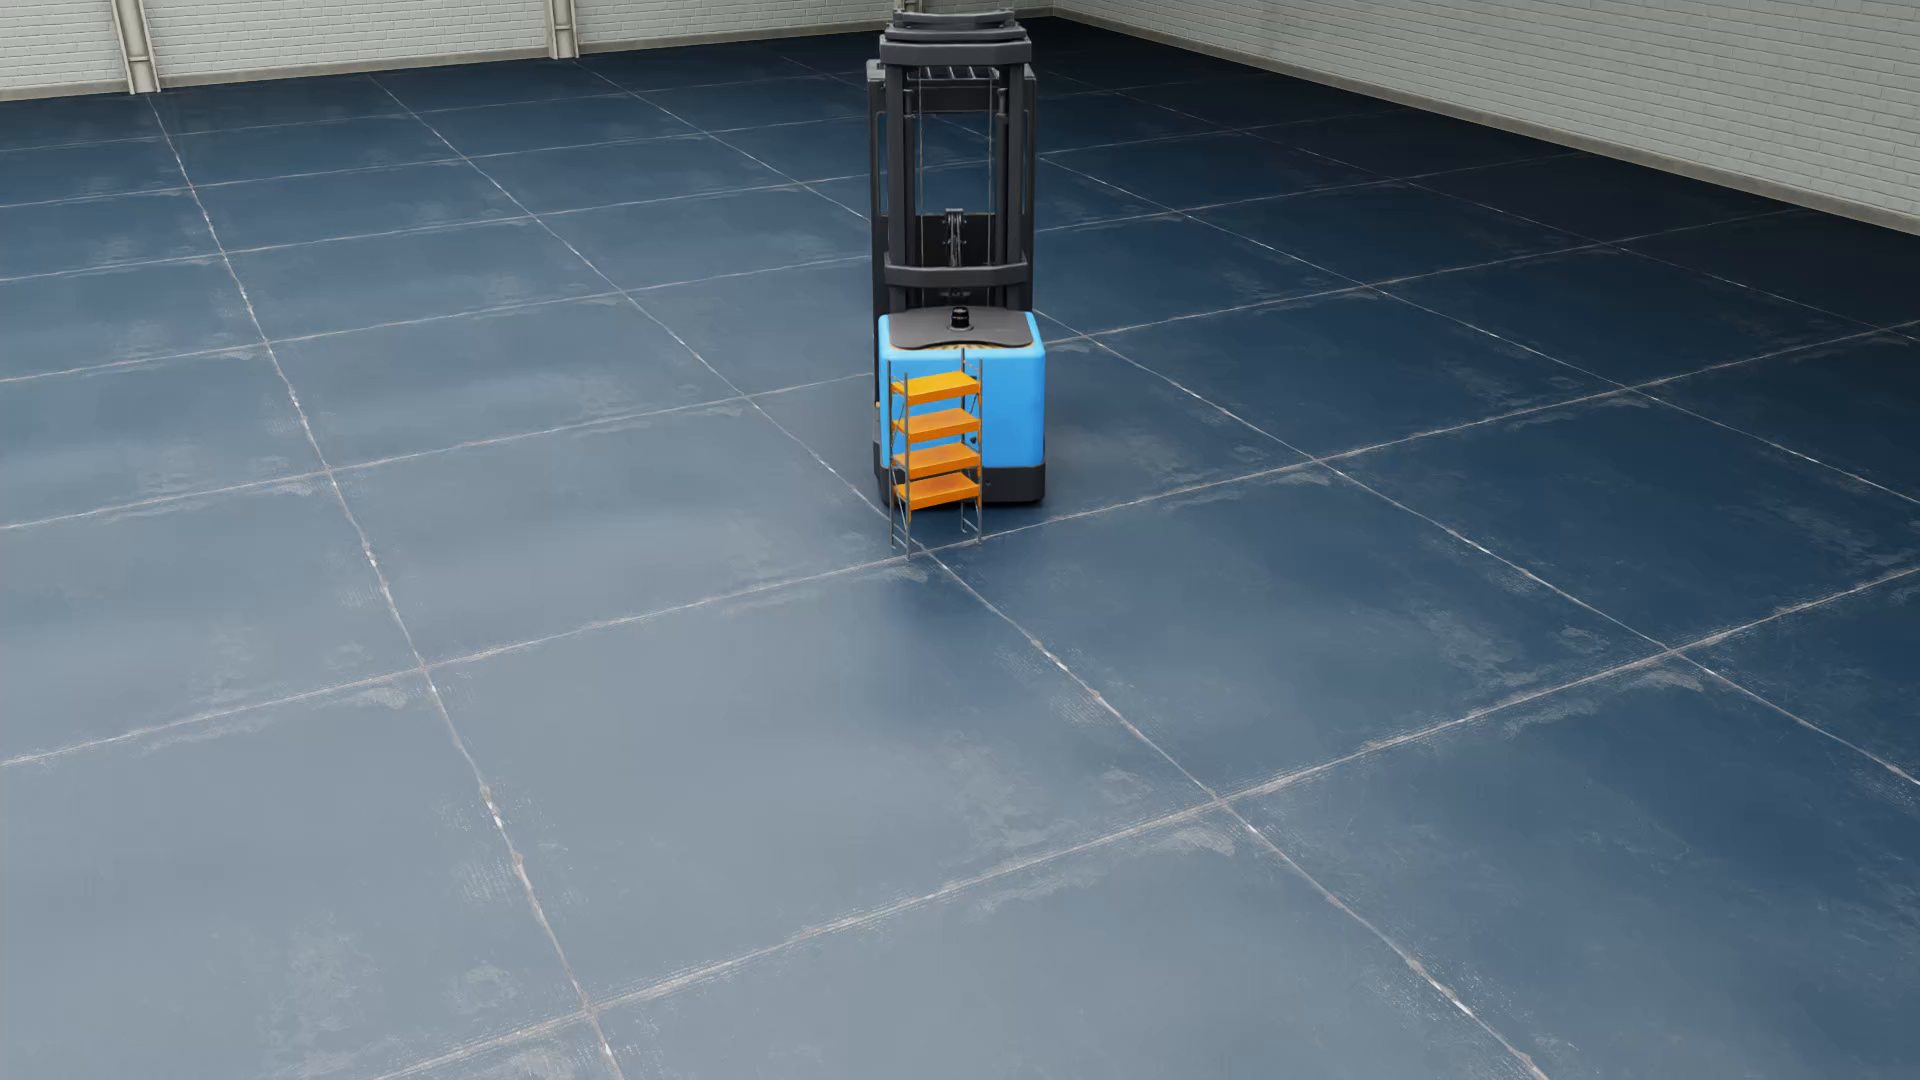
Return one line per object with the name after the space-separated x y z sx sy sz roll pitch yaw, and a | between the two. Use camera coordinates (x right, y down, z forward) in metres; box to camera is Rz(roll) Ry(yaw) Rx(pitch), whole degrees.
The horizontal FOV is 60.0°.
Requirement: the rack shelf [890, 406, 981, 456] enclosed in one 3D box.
-0.146 -0.648 9.852 0.480 0.148 0.258 -13 29 -25 | rack shelf

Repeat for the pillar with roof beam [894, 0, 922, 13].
1.142 -11.175 23.128 0.400 9.000 9.100 -13 29 -25 | pillar with roof beam

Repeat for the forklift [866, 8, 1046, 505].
-0.066 -2.146 11.333 1.130 2.935 3.031 -2 26 -3 | forklift

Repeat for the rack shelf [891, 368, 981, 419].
-0.146 -0.861 9.750 0.480 0.148 0.258 -13 29 -25 | rack shelf

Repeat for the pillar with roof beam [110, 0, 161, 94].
-9.447 -8.731 18.037 0.400 9.000 9.100 -13 29 -25 | pillar with roof beam

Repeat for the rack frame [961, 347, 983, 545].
0.069 -0.557 10.024 0.015 1.200 0.240 -13 29 -25 | rack frame

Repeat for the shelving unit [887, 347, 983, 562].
-0.146 -0.507 9.920 0.503 1.200 0.258 -13 29 -25 | shelving unit

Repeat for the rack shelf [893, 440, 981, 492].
-0.146 -0.447 9.949 0.480 0.148 0.258 -13 29 -25 | rack shelf

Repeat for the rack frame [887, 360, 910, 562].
-0.361 -0.457 9.817 0.015 1.200 0.240 -13 29 -25 | rack frame

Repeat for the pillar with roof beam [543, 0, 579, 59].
-4.153 -9.953 20.583 0.400 9.000 9.100 -13 29 -25 | pillar with roof beam

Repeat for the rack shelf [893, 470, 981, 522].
-0.146 -0.268 10.035 0.480 0.148 0.258 -13 29 -25 | rack shelf
